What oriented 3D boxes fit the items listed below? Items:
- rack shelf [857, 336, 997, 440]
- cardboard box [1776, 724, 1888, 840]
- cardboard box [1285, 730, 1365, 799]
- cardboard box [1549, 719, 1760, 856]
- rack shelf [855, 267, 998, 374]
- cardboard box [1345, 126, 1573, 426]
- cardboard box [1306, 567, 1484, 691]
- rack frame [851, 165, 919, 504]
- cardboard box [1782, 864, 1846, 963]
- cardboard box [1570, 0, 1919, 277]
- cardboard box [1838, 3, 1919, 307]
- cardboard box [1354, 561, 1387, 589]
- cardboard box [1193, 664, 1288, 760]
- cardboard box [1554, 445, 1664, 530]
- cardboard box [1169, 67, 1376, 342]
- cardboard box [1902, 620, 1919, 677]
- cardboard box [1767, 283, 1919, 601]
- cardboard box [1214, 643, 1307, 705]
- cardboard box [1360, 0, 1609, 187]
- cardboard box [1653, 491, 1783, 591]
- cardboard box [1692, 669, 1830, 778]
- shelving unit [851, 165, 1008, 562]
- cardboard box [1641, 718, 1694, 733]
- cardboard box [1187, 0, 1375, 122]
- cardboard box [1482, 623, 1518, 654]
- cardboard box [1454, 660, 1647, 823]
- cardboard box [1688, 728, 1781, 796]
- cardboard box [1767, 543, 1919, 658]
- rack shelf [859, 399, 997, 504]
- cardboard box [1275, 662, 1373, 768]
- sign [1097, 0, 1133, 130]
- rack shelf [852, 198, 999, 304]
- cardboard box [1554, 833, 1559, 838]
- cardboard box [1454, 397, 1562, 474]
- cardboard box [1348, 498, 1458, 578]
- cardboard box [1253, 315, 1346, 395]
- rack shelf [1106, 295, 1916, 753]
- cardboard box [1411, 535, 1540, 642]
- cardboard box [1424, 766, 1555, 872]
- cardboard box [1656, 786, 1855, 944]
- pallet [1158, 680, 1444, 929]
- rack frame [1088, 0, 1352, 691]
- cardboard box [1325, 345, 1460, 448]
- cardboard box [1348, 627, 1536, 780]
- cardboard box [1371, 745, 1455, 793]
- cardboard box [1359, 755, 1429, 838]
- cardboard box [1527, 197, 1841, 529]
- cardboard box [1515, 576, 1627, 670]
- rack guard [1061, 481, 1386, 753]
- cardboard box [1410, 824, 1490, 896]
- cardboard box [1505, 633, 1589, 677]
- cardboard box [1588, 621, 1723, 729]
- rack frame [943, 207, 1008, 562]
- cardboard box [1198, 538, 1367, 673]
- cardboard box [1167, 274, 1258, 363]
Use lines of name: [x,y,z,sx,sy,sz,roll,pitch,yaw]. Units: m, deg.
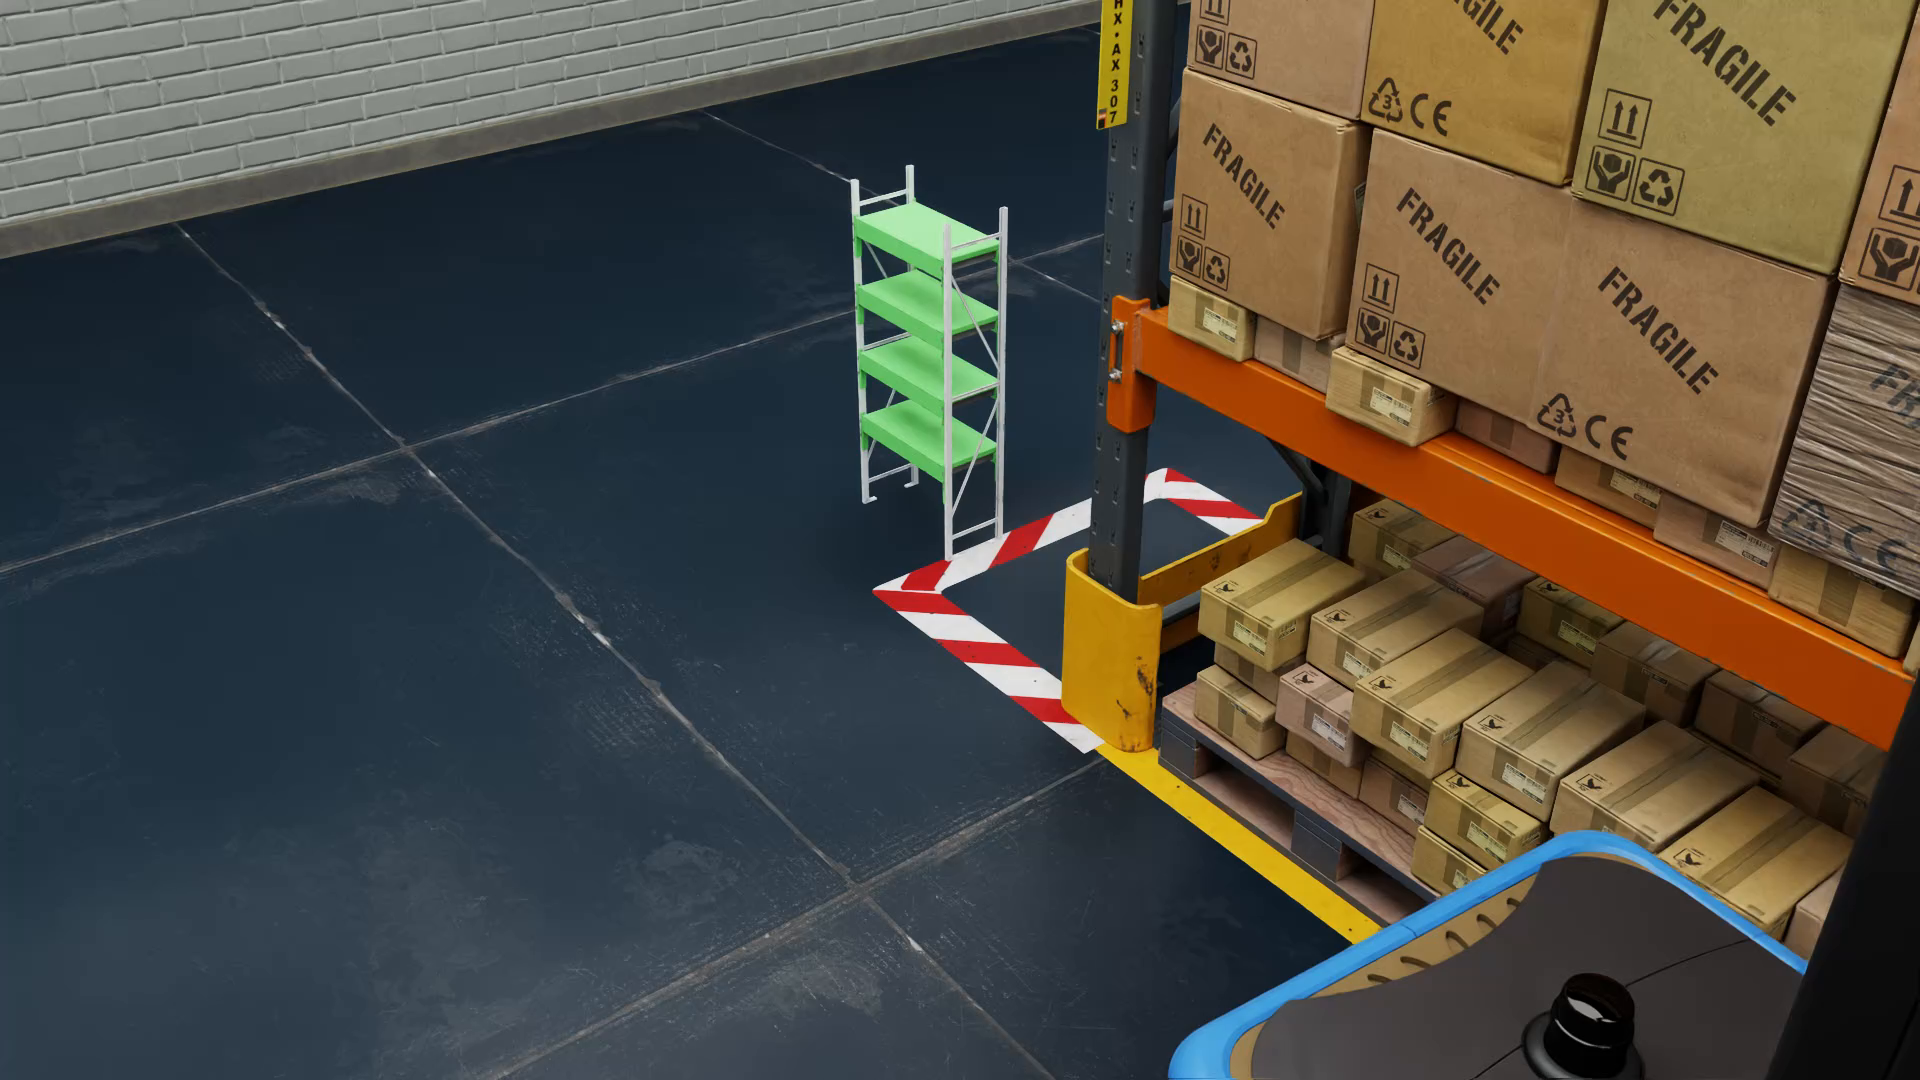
rack shelf: [-0.102,-0.524,5.578,0.258,0.148,0.480,-22,38,-31]
cardboard box: [2.080,0.535,3.786,0.380,0.149,0.250,-24,39,-33]
cardboard box: [1.089,0.495,4.413,0.380,0.149,0.250,-22,38,-32]
cardboard box: [1.546,0.584,3.707,0.380,0.149,0.250,-21,37,-30]
rack shelf: [-0.102,-0.728,5.452,0.258,0.148,0.480,-22,38,-31]
cardboard box: [1.201,-0.619,3.527,0.500,0.500,0.500,-22,38,-31]
cardboard box: [1.113,0.242,4.257,0.380,0.149,0.250,-22,38,-31]
rack frame: [-0.251,-0.680,5.708,0.240,1.200,0.015,-22,38,-31]
cardboard box: [1.901,0.782,3.387,0.380,0.149,0.250,-22,38,-31]
cardboard box: [1.477,-0.830,2.919,0.500,0.500,0.500,-23,39,-32]
cardboard box: [1.792,-0.619,2.579,0.500,0.500,0.500,-24,39,-33]
cardboard box: [1.345,0.092,4.781,0.380,0.149,0.250,-23,39,-33]
cardboard box: [0.864,0.413,4.546,0.380,0.149,0.250,-21,38,-30]
cardboard box: [1.461,-0.187,3.446,0.380,0.149,0.250,-23,38,-32]
cardboard box: [0.853,-0.834,3.873,0.500,0.500,0.500,-20,37,-29]
cardboard box: [1.873,0.160,2.887,0.380,0.149,0.250,-21,38,-30]
cardboard box: [1.809,-0.201,2.853,0.500,0.500,0.500,-23,39,-33]
cardboard box: [0.914,0.266,4.501,0.380,0.149,0.250,-21,37,-29]
cardboard box: [1.176,-1.054,3.280,0.500,0.500,0.500,-21,38,-30]
cardboard box: [1.590,-0.075,3.266,0.380,0.149,0.250,-23,39,-32]
cardboard box: [2.006,0.389,4.020,0.380,0.149,0.250,-21,37,-30]
shelving unit: [-0.102,-0.579,5.545,0.258,1.200,0.503,-22,38,-31]
cardboard box: [1.748,0.454,4.199,0.380,0.149,0.250,-23,38,-32]
cardboard box: [0.861,-1.262,3.615,0.500,0.500,0.500,-23,38,-32]
cardboard box: [1.462,0.219,4.577,0.380,0.149,0.250,-23,39,-32]
cardboard box: [1.383,0.466,3.898,0.380,0.149,0.250,-24,39,-34]
cardboard box: [1.992,0.520,4.092,0.380,0.149,0.250,-22,38,-31]
cardboard box: [1.732,0.040,3.081,0.380,0.149,0.250,-21,37,-30]
rack shelf: [-0.102,-0.321,5.705,0.258,0.148,0.480,-22,38,-31]
cardboard box: [1.037,0.398,4.288,0.380,0.149,0.250,-22,38,-32]
sign: [0.367,-1.134,3.912,0.100,0.325,0.005,-22,38,-31]
rack shelf: [-0.102,-0.932,5.325,0.258,0.148,0.480,-22,38,-31]
cardboard box: [1.567,0.694,3.812,0.380,0.149,0.250,-24,39,-34]
cardboard box: [1.314,-0.308,3.641,0.380,0.149,0.250,-20,37,-29]
cardboard box: [1.320,-0.023,4.684,0.380,0.149,0.250,-22,38,-31]
cardboard box: [0.924,-0.501,3.952,0.380,0.149,0.250,-21,37,-30]
rack shelf: [2.022,0.197,3.271,1.077,0.370,4.000,-22,38,-31]
cardboard box: [1.429,0.100,4.486,0.380,0.149,0.250,-21,38,-30]
cardboard box: [1.329,0.614,3.941,0.380,0.149,0.250,-21,38,-30]
cardboard box: [1.671,0.709,3.506,0.380,0.149,0.250,-22,38,-31]
pallet: [1.312,0.625,4.544,1.003,0.211,1.213,-22,38,-31]
rack frame: [0.796,-0.942,4.423,1.000,3.000,0.127,-22,38,-31]
cardboard box: [1.047,-0.372,3.744,0.380,0.149,0.250,-23,39,-33]
cardboard box: [1.166,0.389,4.021,0.380,0.149,0.250,-22,38,-32]
cardboard box: [1.257,0.472,4.169,0.380,0.149,0.250,-22,38,-31]
cardboard box: [1.247,0.597,4.250,0.380,0.149,0.250,-22,38,-31]
cardboard box: [1.491,-0.411,3.192,0.500,0.500,0.500,-22,38,-31]
cardboard box: [1.688,0.167,4.378,0.380,0.149,0.250,-23,39,-32]
rack guard: [0.842,0.152,5.032,1.175,0.500,0.348,-22,38,-31]
cardboard box: [1.317,0.739,4.022,0.380,0.149,0.250,-22,38,-31]
cardboard box: [1.665,0.308,4.433,0.380,0.149,0.250,-24,39,-33]
cardboard box: [1.797,0.295,4.171,0.380,0.149,0.250,-24,39,-33]
rack frame: [0.048,-0.477,5.381,0.240,1.200,0.015,-22,38,-31]
cardboard box: [0.848,0.166,4.379,0.380,0.149,0.250,-24,39,-33]
cardboard box: [0.735,-0.594,4.101,0.380,0.149,0.250,-23,38,-32]
